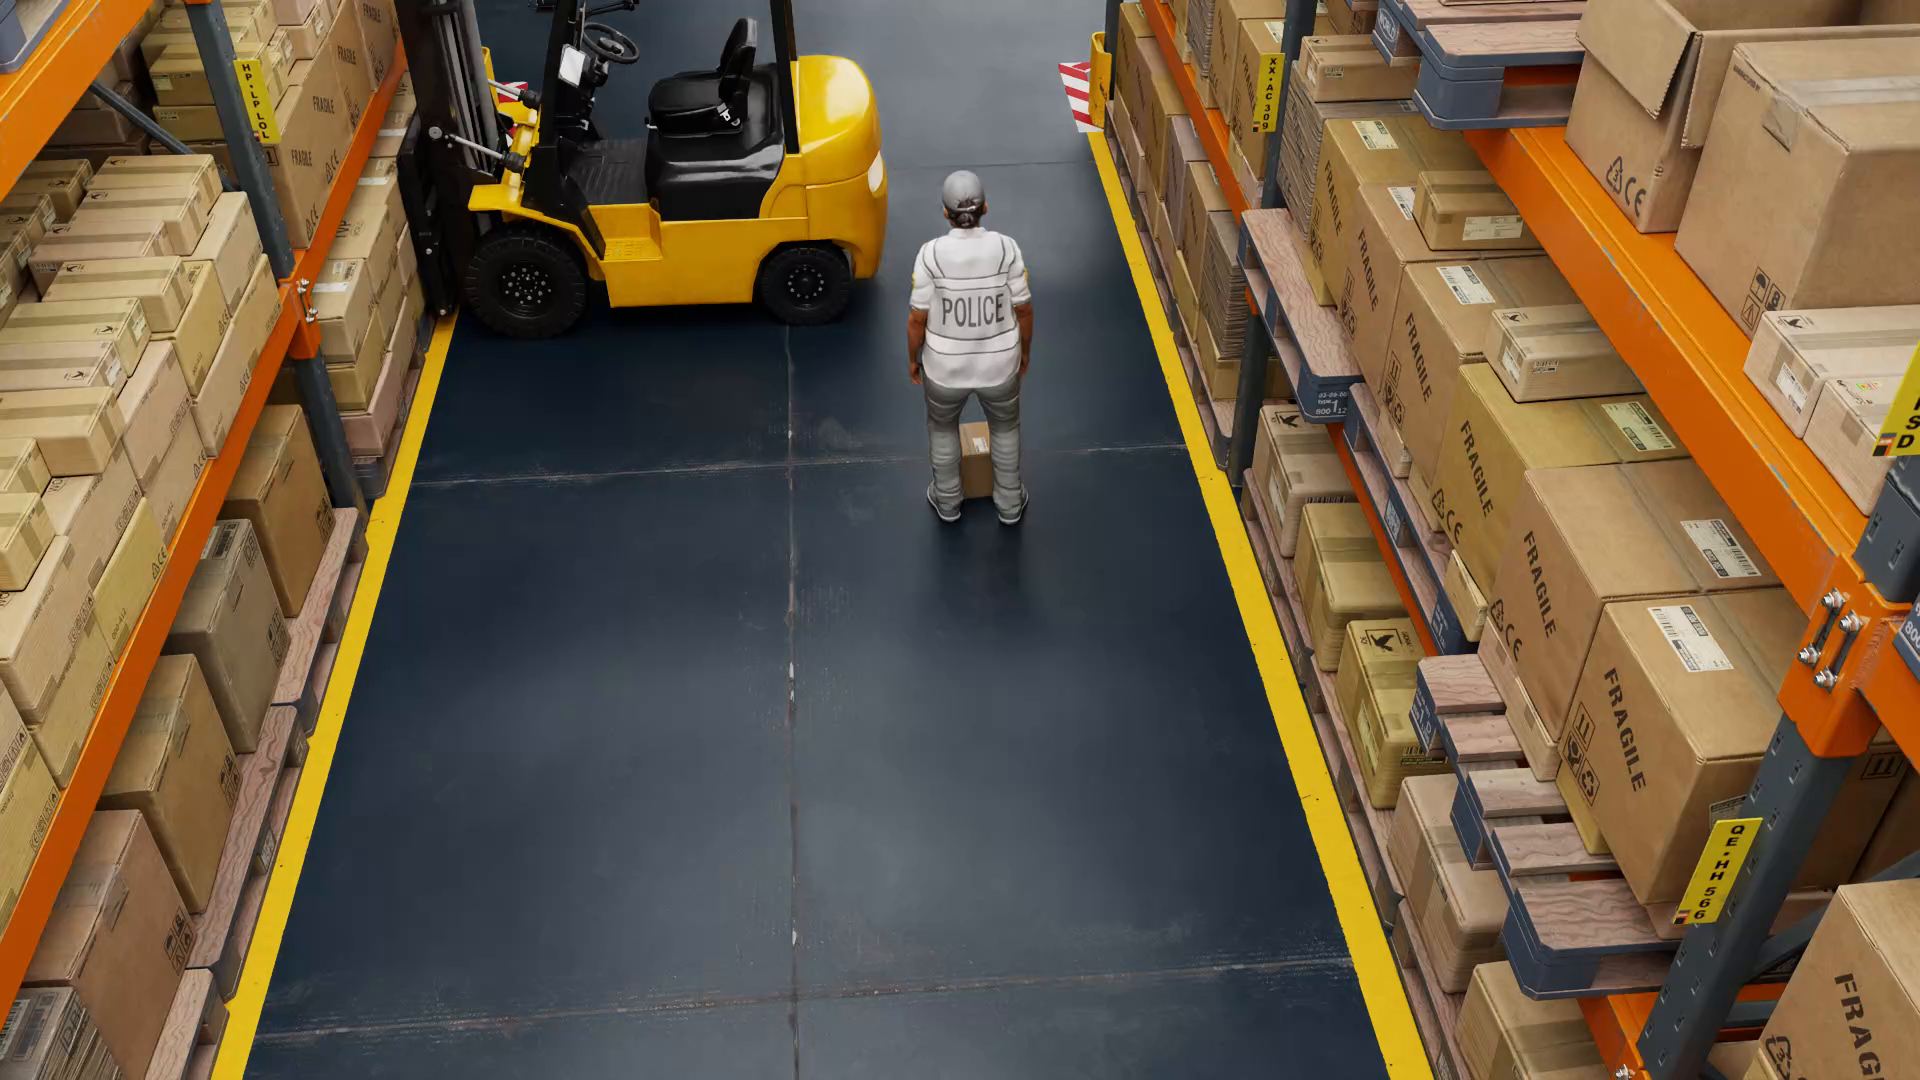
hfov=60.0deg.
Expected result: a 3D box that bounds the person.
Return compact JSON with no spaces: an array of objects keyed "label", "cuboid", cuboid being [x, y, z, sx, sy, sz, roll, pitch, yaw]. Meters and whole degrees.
[{"label":"person","cuboid":[0.050,-0.778,7.098,0.547,1.666,0.471,-4,39,-4]}]
